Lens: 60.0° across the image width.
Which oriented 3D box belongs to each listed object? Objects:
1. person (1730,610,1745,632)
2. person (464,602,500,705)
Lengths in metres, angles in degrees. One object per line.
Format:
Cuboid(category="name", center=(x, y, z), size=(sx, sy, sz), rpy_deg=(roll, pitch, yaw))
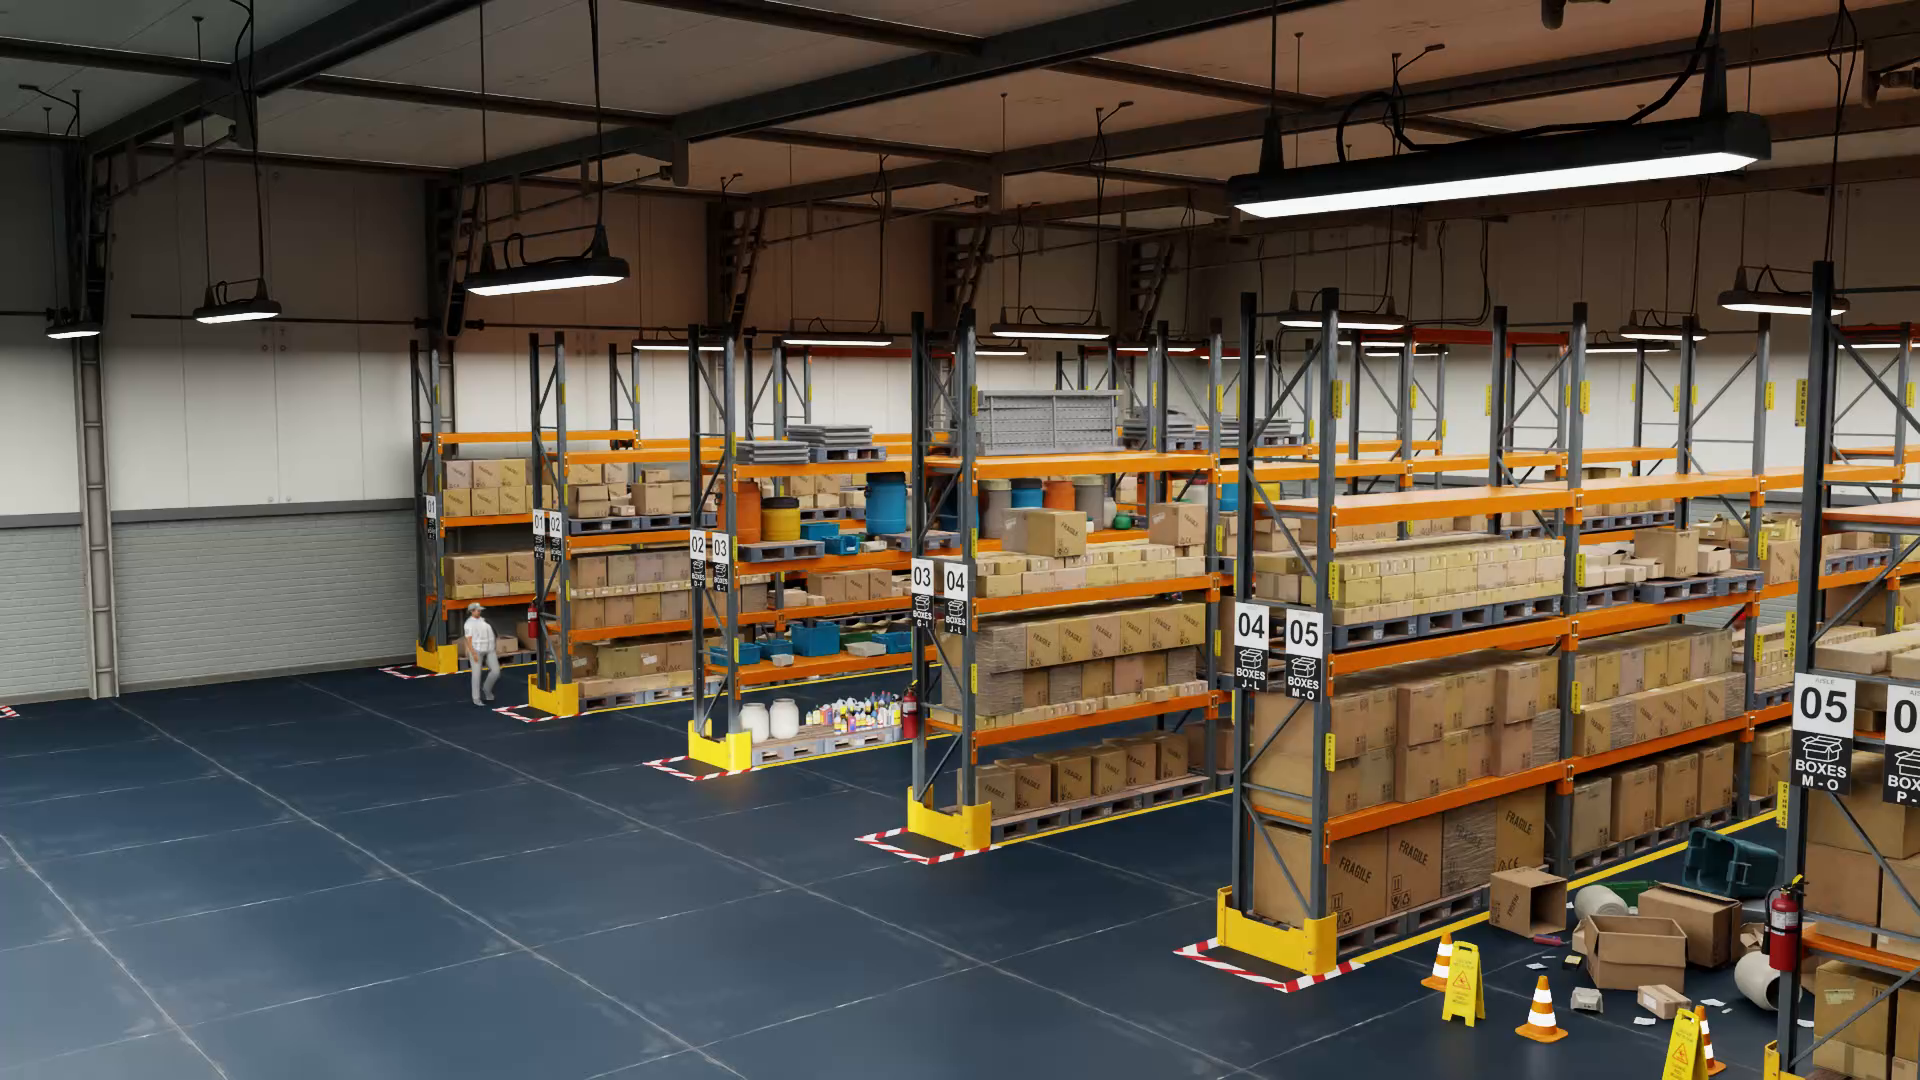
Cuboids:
Cuboid(category="person", center=(11.703, 1.943, 25.212), size=(0.629, 1.784, 0.551), rpy_deg=(3, 6, 33))
Cuboid(category="person", center=(-7.801, 1.841, 27.146), size=(0.471, 1.660, 0.585), rpy_deg=(5, 7, 44))
